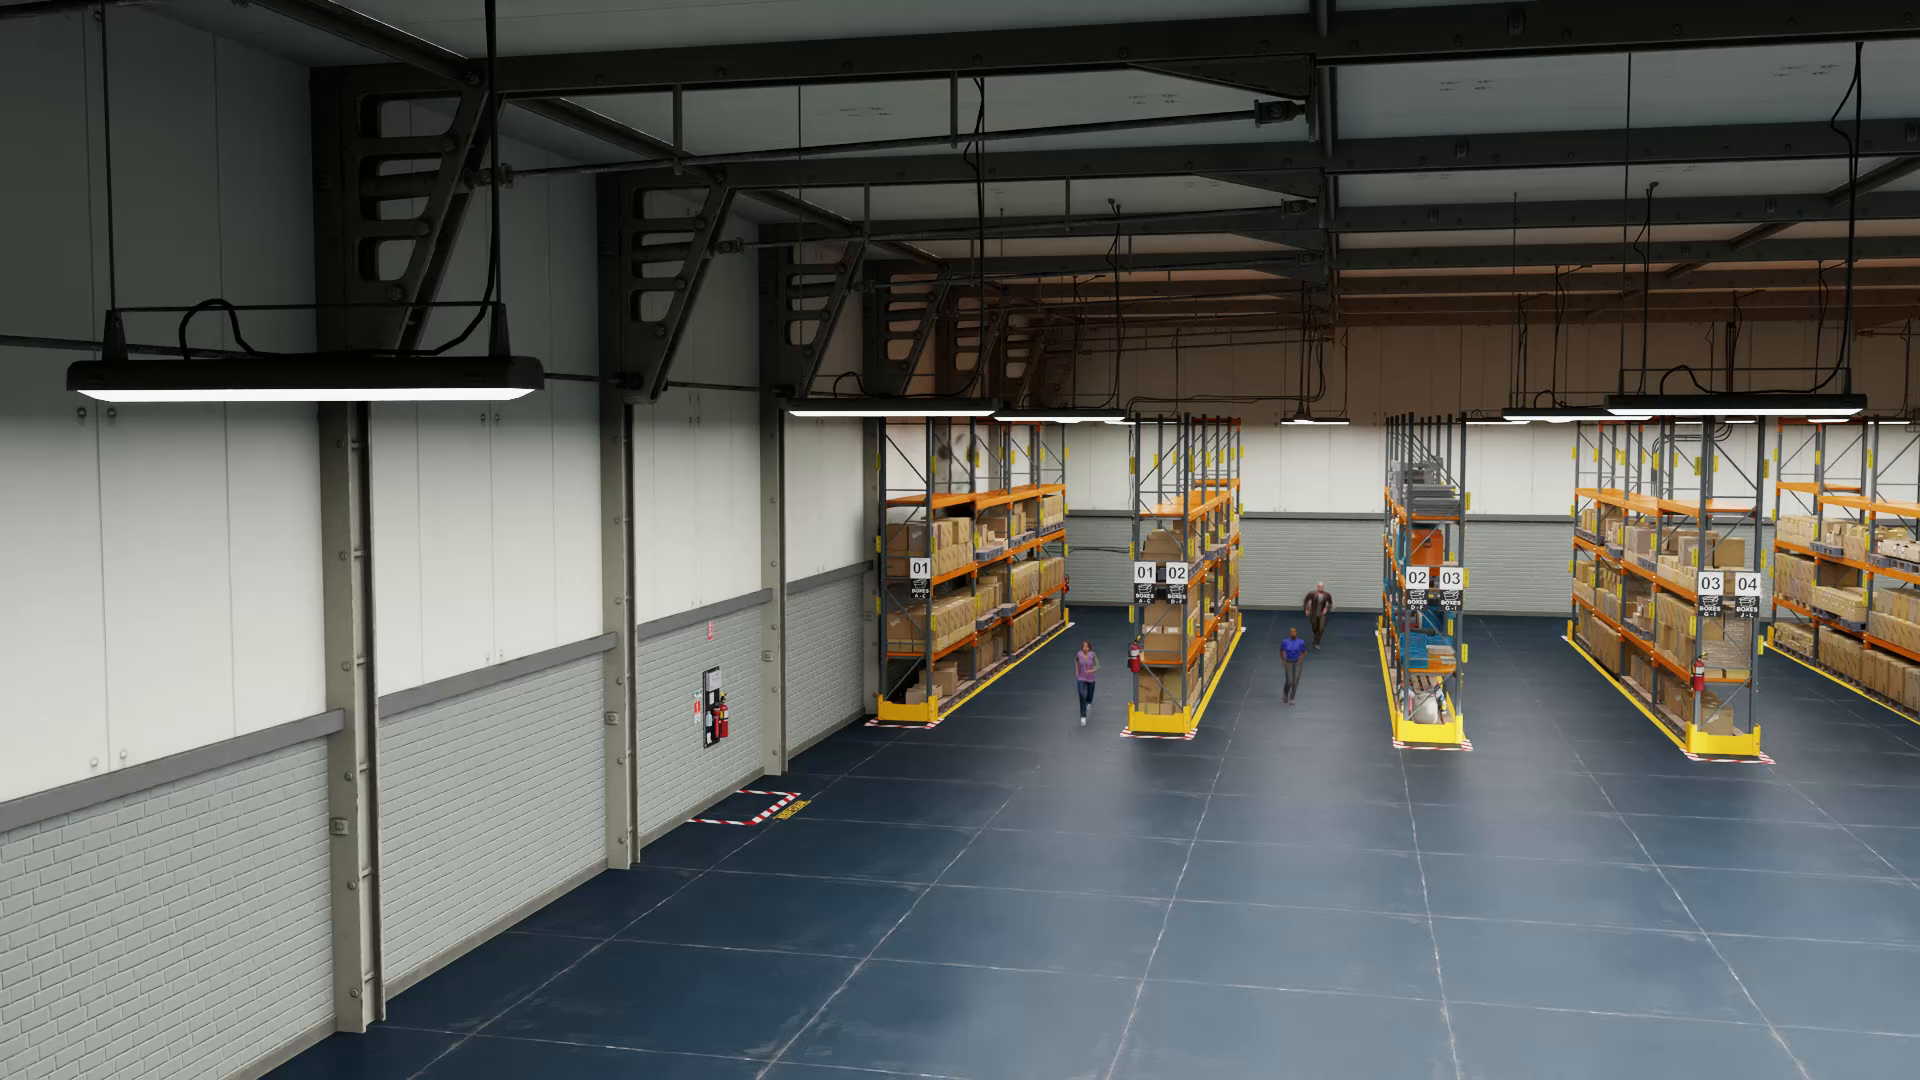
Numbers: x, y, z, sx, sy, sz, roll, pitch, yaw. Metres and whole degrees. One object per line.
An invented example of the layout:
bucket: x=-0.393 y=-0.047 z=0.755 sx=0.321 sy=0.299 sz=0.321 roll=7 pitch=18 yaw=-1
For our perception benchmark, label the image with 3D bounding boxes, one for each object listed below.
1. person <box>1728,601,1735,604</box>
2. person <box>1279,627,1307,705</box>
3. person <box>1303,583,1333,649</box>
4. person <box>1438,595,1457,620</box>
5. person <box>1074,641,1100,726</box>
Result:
person: x=20.578 y=1.914 z=44.406 sx=0.622 sy=1.653 sz=0.547 roll=4 pitch=5 yaw=43
person: x=6.856 y=2.598 z=34.184 sx=0.560 sy=1.621 sz=0.567 roll=0 pitch=4 yaw=7
person: x=9.304 y=1.959 z=43.196 sx=0.748 sy=1.737 sz=0.746 roll=1 pitch=4 yaw=8
person: x=13.532 y=1.786 z=46.024 sx=0.816 sy=1.650 sz=0.597 roll=-4 pitch=5 yaw=-44
person: x=2.475 y=2.752 z=32.366 sx=0.494 sy=1.592 sz=1.036 roll=0 pitch=4 yaw=3
